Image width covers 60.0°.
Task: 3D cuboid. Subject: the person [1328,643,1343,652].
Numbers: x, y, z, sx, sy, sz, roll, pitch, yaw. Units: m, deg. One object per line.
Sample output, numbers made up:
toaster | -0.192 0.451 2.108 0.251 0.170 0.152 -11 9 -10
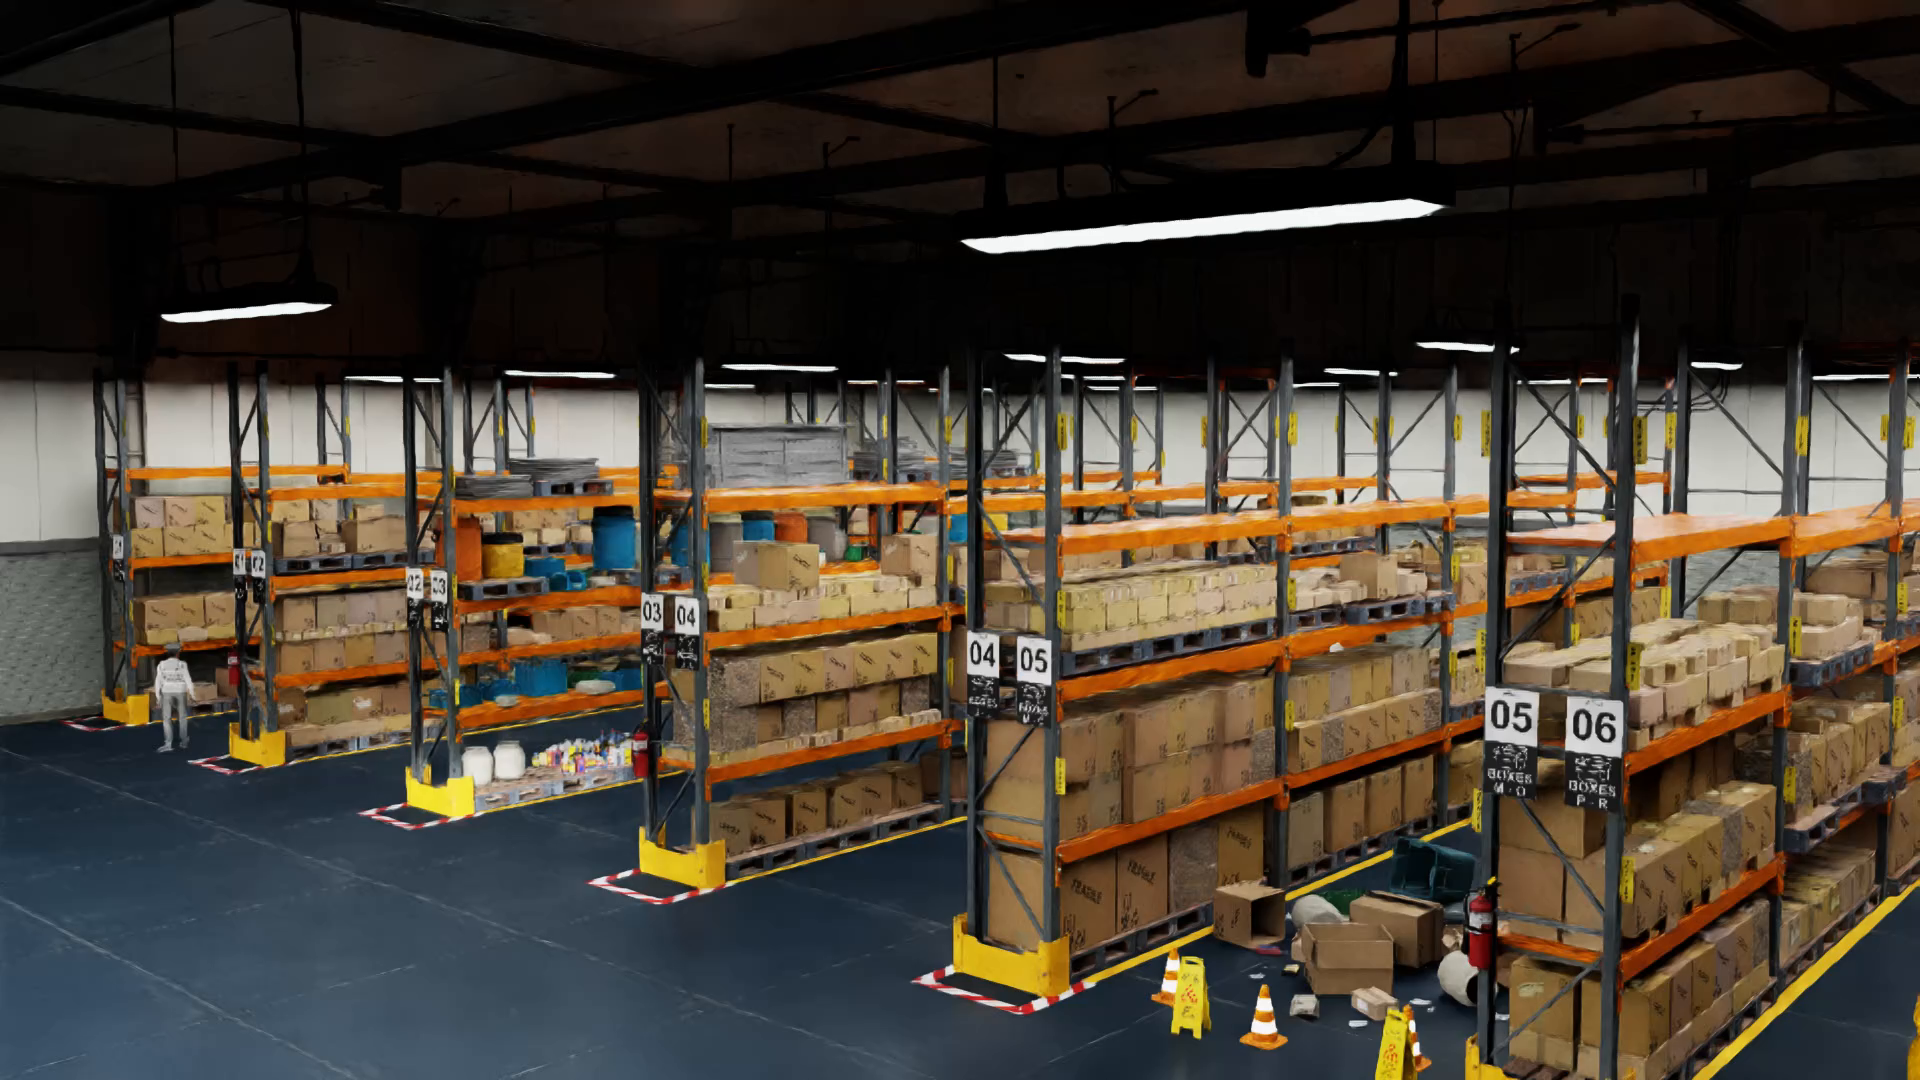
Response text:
person | 5.852 2.394 25.698 0.719 1.649 0.578 3 5 40

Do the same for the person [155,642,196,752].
person | -12.181 2.418 25.823 0.573 1.664 0.552 -2 5 -24

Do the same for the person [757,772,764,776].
person | -2.923 2.601 24.216 0.542 1.554 0.672 2 5 23
